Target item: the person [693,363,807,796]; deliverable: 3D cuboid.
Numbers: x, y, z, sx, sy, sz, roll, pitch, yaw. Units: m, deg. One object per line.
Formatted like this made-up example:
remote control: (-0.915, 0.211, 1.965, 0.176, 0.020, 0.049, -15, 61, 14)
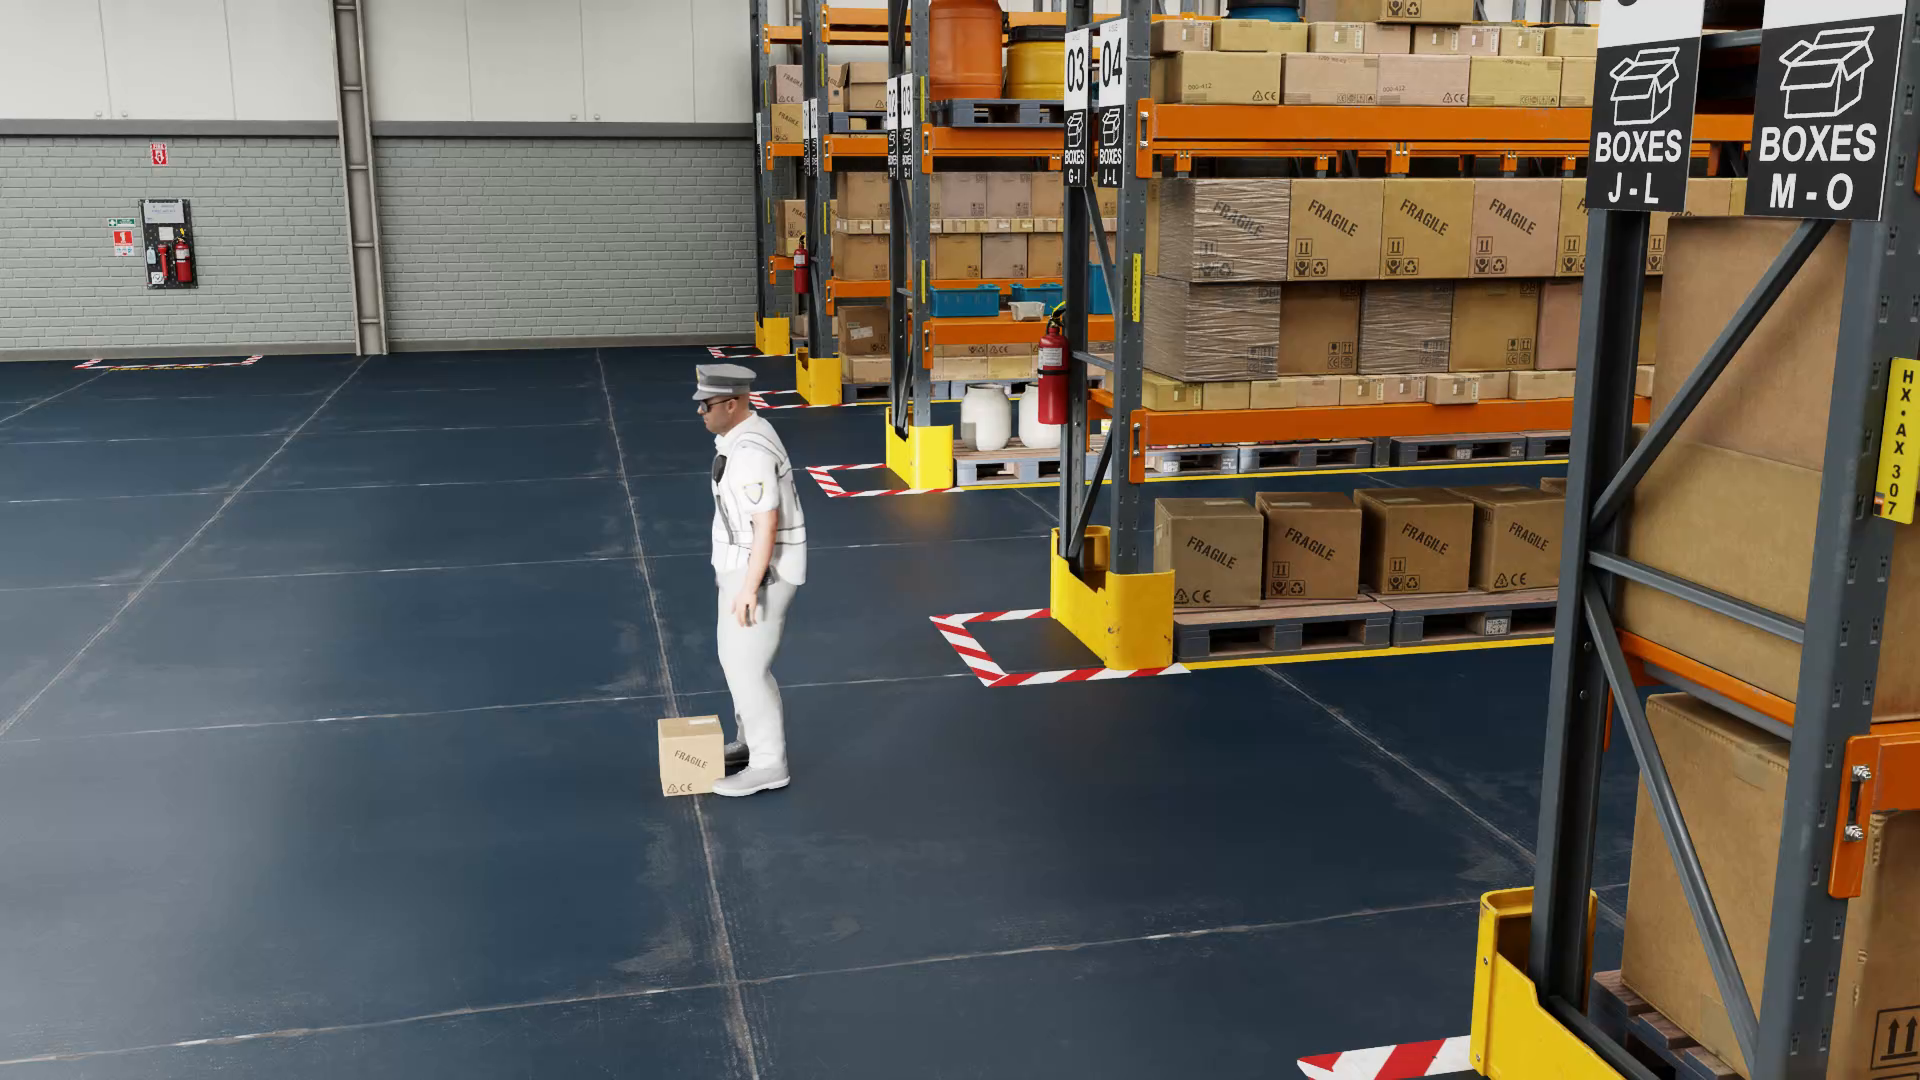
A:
person: (-0.852, 0.146, 6.810, 0.433, 1.748, 0.586, -3, 13, -14)
